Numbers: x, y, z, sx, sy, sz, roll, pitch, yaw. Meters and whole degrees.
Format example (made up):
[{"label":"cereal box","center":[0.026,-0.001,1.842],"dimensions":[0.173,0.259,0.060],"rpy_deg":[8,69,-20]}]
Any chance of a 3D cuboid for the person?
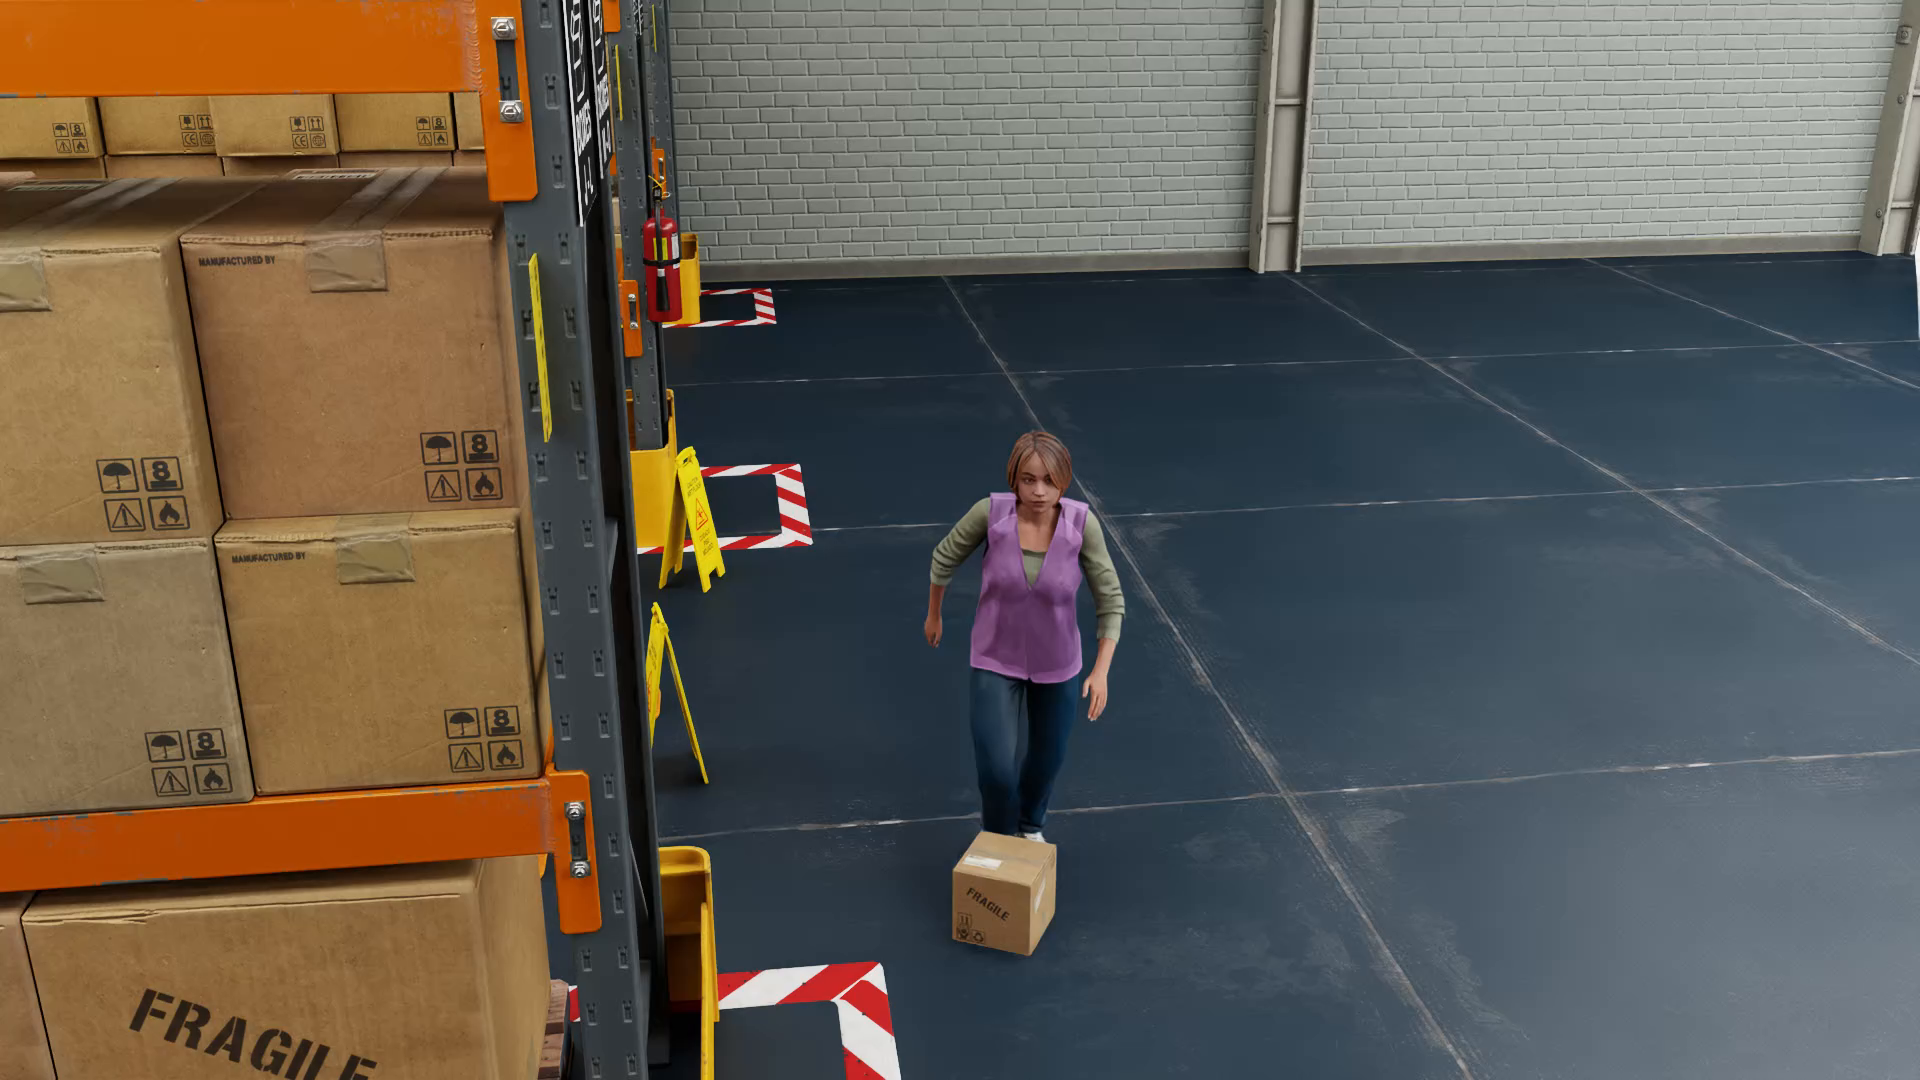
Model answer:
[{"label":"person","center":[0.196,0.391,5.084],"dimensions":[0.578,1.550,0.674],"rpy_deg":[-2,20,-4]}]
